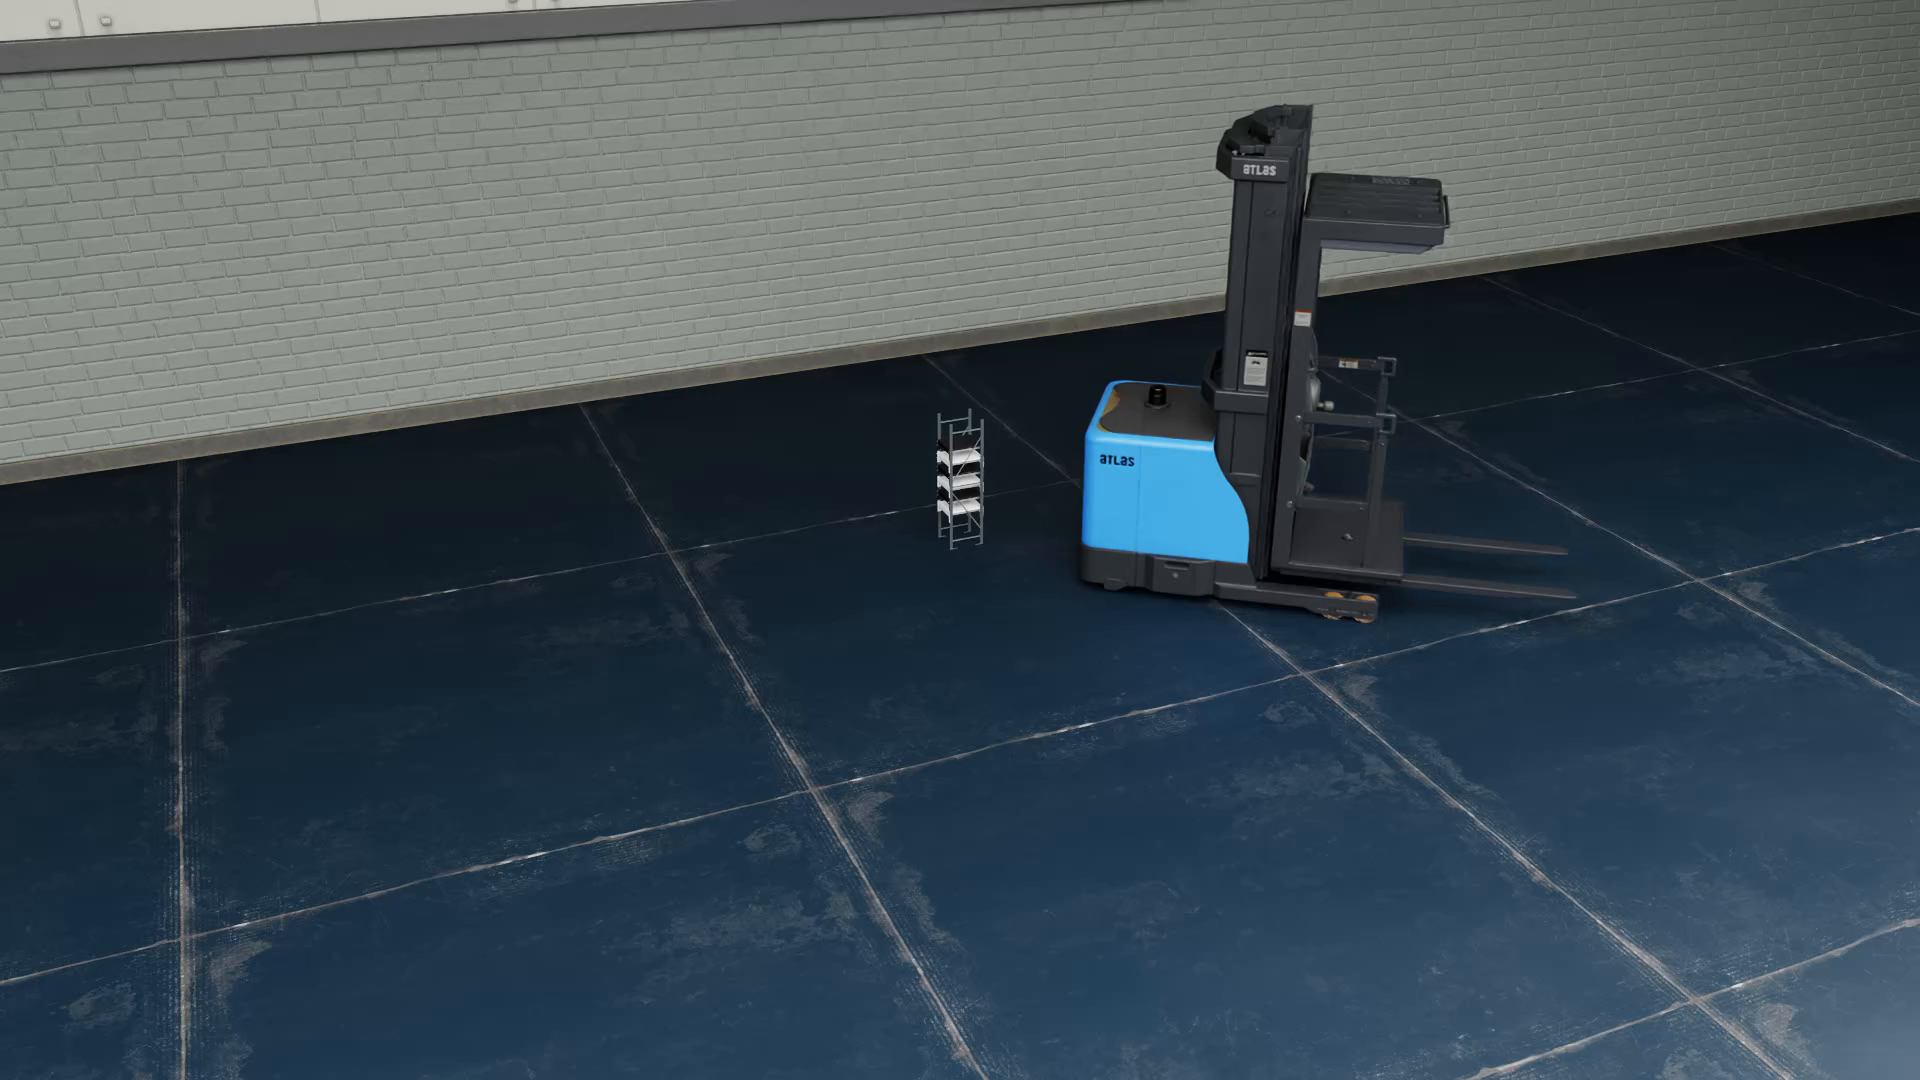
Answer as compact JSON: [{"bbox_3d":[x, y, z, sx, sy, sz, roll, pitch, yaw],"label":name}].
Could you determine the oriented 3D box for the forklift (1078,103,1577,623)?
[{"bbox_3d":[2.328,-1.065,10.092,3.031,2.935,1.130,6,27,12],"label":"forklift"}]

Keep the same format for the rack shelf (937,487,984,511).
[{"bbox_3d":[0.003,-0.290,11.100,0.258,0.077,0.200,-11,28,-21],"label":"rack shelf"}]

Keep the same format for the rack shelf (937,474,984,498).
[{"bbox_3d":[0.003,-0.371,11.060,0.258,0.077,0.200,-11,28,-21],"label":"rack shelf"}]

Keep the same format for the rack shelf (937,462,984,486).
[{"bbox_3d":[0.003,-0.452,11.021,0.258,0.077,0.200,-11,28,-21],"label":"rack shelf"}]

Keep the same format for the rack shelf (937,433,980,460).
[{"bbox_3d":[0.003,-0.614,10.942,0.258,0.077,0.200,-11,28,-21],"label":"rack shelf"}]

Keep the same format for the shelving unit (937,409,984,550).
[{"bbox_3d":[0.003,-0.401,11.046,0.258,0.900,0.210,-11,28,-21],"label":"shelving unit"}]

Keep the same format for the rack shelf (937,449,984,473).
[{"bbox_3d":[0.003,-0.533,10.981,0.258,0.077,0.200,-11,28,-21],"label":"rack shelf"}]

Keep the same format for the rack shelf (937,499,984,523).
[{"bbox_3d":[0.003,-0.209,11.139,0.258,0.077,0.200,-11,28,-21],"label":"rack shelf"}]

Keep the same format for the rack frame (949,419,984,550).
[{"bbox_3d":[0.043,-0.360,10.962,0.240,0.900,0.006,-11,28,-21],"label":"rack frame"}]

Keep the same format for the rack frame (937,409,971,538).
[{"bbox_3d":[-0.037,-0.442,11.130,0.240,0.900,0.006,-11,28,-21],"label":"rack frame"}]
